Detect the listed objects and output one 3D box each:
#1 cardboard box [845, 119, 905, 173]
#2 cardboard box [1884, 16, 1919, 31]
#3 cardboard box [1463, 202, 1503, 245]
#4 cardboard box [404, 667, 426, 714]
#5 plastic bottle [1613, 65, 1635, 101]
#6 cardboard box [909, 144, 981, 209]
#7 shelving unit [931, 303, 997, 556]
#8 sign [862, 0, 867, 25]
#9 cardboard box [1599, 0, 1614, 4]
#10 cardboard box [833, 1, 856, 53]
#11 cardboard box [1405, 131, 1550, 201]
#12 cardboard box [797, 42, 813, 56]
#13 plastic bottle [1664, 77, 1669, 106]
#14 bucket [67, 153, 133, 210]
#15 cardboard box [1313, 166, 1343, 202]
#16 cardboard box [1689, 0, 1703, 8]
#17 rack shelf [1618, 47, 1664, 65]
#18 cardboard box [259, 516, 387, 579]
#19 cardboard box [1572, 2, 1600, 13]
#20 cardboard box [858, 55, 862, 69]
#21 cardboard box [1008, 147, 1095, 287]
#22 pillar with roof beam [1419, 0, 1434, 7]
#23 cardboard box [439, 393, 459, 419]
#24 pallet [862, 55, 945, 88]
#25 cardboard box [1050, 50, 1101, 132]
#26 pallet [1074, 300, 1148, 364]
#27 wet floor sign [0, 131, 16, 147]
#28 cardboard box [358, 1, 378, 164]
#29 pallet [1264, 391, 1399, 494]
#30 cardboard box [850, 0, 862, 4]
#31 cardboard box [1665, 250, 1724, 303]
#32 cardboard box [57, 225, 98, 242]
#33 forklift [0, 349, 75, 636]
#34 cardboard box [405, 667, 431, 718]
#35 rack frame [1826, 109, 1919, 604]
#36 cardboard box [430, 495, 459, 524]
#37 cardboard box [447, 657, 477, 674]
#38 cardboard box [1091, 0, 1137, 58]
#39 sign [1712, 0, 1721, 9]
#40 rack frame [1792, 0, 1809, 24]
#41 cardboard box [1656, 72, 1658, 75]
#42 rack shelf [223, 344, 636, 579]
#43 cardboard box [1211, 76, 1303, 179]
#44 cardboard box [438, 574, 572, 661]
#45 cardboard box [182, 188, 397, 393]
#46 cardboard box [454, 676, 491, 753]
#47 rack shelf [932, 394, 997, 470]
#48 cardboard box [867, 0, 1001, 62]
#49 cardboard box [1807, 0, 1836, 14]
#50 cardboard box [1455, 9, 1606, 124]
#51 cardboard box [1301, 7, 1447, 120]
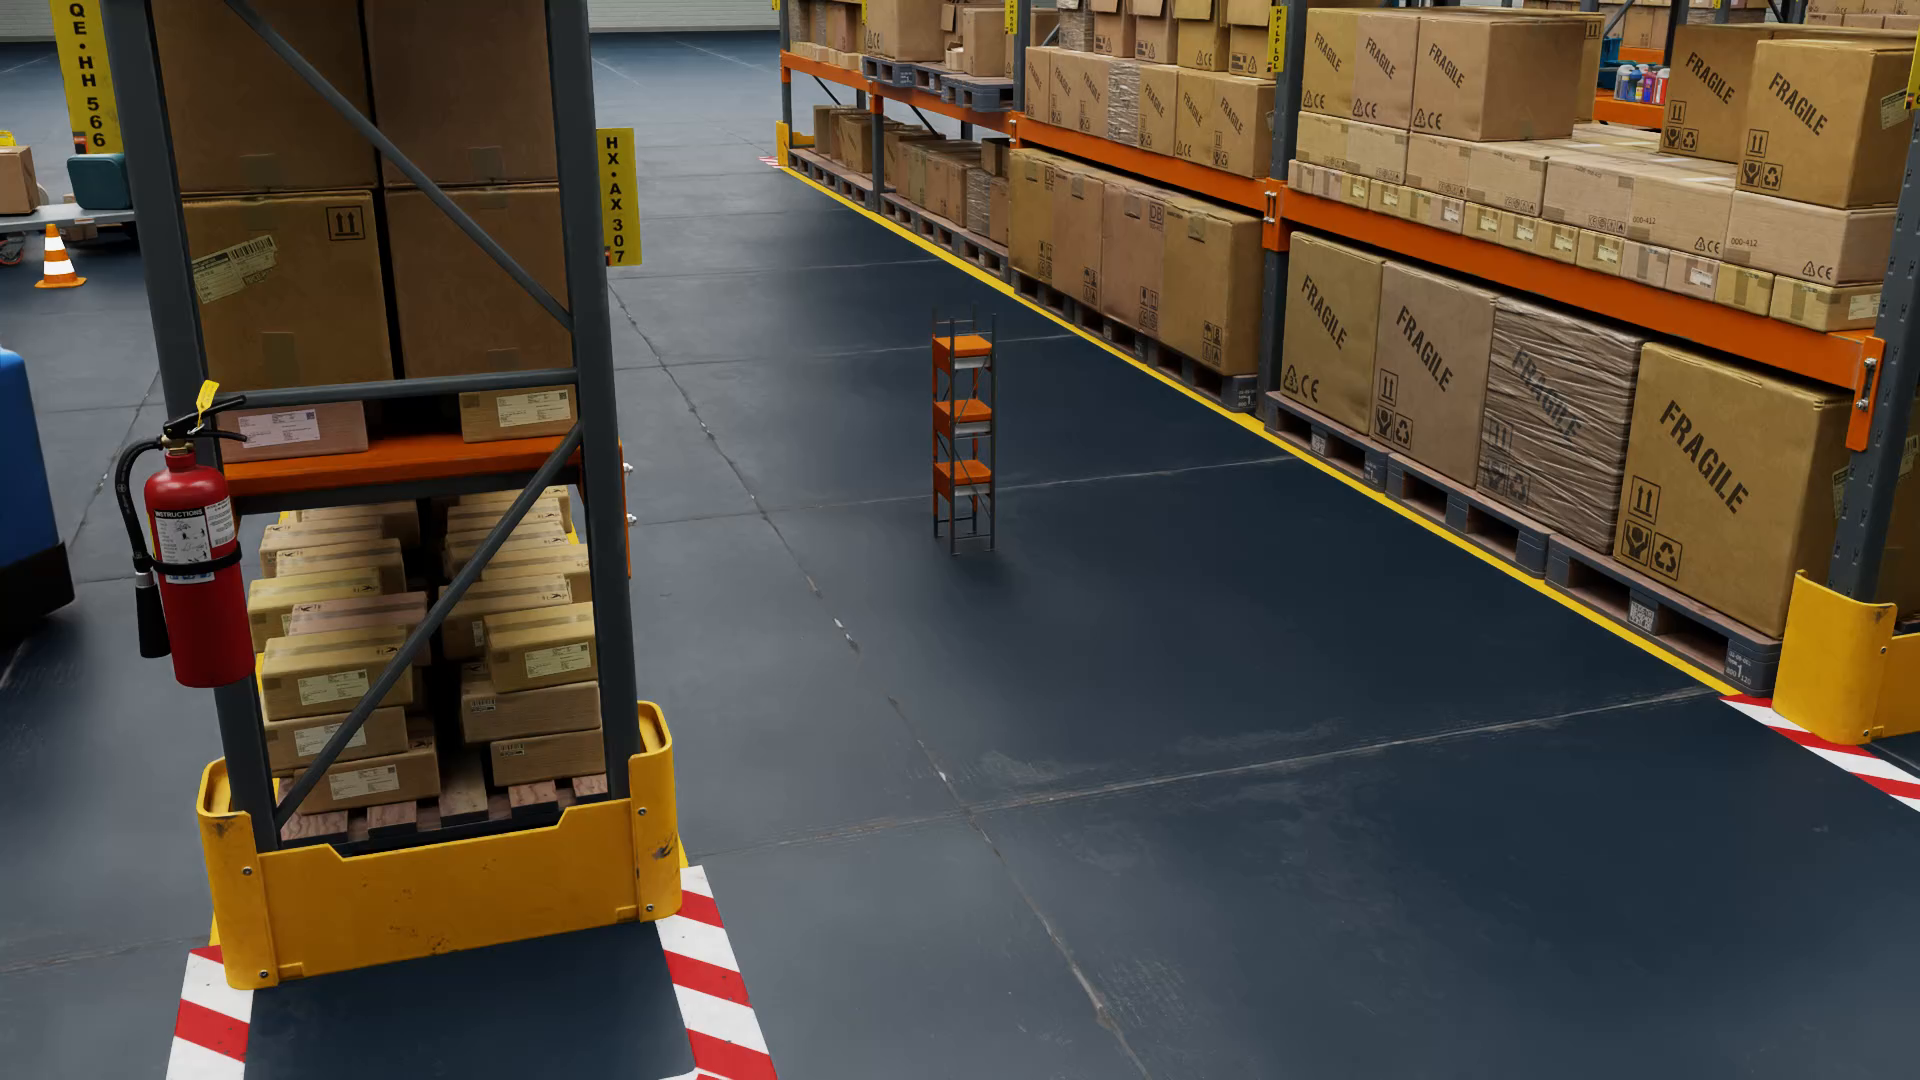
[{"bbox_3d":[-0.912,-4.226,17.823,0.500,0.500,0.500,-8,21,-22],"label":"cardboard box"},{"bbox_3d":[9.752,-5.050,16.892,0.500,0.500,0.500,-8,21,-20],"label":"cardboard box"},{"bbox_3d":[2.415,-1.383,7.201,0.380,0.149,0.250,-7,21,-19],"label":"cardboard box"},{"bbox_3d":[-1.804,0.422,4.960,0.380,0.149,0.250,-7,21,-18],"label":"cardboard box"},{"bbox_3d":[5.421,-3.710,13.491,0.152,0.276,0.135,-6,21,-17],"label":"plastic bottle"},{"bbox_3d":[-0.063,-3.375,15.422,0.700,0.500,0.500,-7,21,-18],"label":"cardboard box"},{"bbox_3d":[0.017,-0.477,7.191,0.215,1.050,0.252,-6,21,-17],"label":"shelving unit"},{"bbox_3d":[-0.880,-5.046,15.747,0.100,0.325,0.005,-6,21,-17],"label":"sign"},{"bbox_3d":[8.182,-6.744,20.647,0.380,0.149,0.250,-6,21,-17],"label":"cardboard box"},{"bbox_3d":[-0.827,-5.351,17.288,0.875,0.500,0.500,-6,21,-17],"label":"cardboard box"},{"bbox_3d":[2.366,-1.697,7.484,0.500,0.250,0.500,-6,21,-16],"label":"cardboard box"},{"bbox_3d":[-1.637,-5.583,18.895,0.380,0.149,0.250,-6,21,-17],"label":"cardboard box"},{"bbox_3d":[5.565,-3.517,12.943,0.061,0.283,0.133,-6,21,-17],"label":"plastic bottle"},{"bbox_3d":[-7.340,-3.178,14.420,0.726,0.611,0.620,1,30,2],"label":"bucket"},{"bbox_3d":[2.007,-1.799,8.359,0.380,0.149,0.250,-7,21,-19],"label":"cardboard box"},{"bbox_3d":[8.673,-6.246,19.262,0.380,0.149,0.250,-7,21,-18],"label":"cardboard box"},{"bbox_3d":[8.409,-6.053,20.896,1.077,0.370,4.000,-6,21,-17],"label":"rack shelf"},{"bbox_3d":[-2.128,0.041,5.580,0.380,0.149,0.250,-6,21,-15],"label":"cardboard box"},{"bbox_3d":[8.235,-6.602,21.211,0.700,0.500,0.500,-6,21,-17],"label":"cardboard box"},{"bbox_3d":[-0.805,-4.786,16.676,0.380,0.149,0.250,-6,21,-17],"label":"cardboard box"},{"bbox_3d":[1.087,-2.389,12.153,1.225,0.875,0.875,-7,21,-20],"label":"cardboard box"},{"bbox_3d":[5.665,-13.645,32.094,9.100,9.000,0.400,-6,21,-17],"label":"pillar with roof beam"},{"bbox_3d":[-1.246,-0.451,4.607,0.380,0.149,0.250,-6,21,-15],"label":"cardboard box"},{"bbox_3d":[-0.266,-4.348,15.367,1.003,0.211,1.213,-6,21,-17],"label":"pallet"},{"bbox_3d":[0.948,-3.112,11.495,0.500,0.500,0.500,-7,21,-19],"label":"cardboard box"},{"bbox_3d":[1.446,-1.451,11.144,1.003,0.211,1.213,-6,21,-17],"label":"pallet"},{"bbox_3d":[-10.077,-3.996,17.587,0.267,0.644,0.232,1,20,2],"label":"wet floor sign"},{"bbox_3d":[-1.876,-1.294,4.515,0.500,0.500,0.500,-7,21,-19],"label":"cardboard box"},{"bbox_3d":[2.311,-0.567,8.682,1.003,0.211,1.213,-6,21,-17],"label":"pallet"},{"bbox_3d":[-0.770,-5.472,16.145,0.500,0.500,0.500,-6,21,-17],"label":"cardboard box"},{"bbox_3d":[2.818,-0.973,6.060,0.380,0.149,0.250,-6,21,-17],"label":"cardboard box"},{"bbox_3d":[-7.994,-2.849,14.954,0.396,0.266,0.258,12,23,30],"label":"cardboard box"},{"bbox_3d":[-5.063,-1.061,6.035,3.031,2.935,1.130,5,20,15],"label":"forklift"},{"bbox_3d":[-1.878,0.478,5.244,0.380,0.149,0.250,-6,21,-17],"label":"cardboard box"},{"bbox_3d":[3.404,-0.848,5.340,1.000,3.000,0.127,-6,21,-17],"label":"rack frame"},{"bbox_3d":[-1.781,-0.184,6.208,0.380,0.149,0.250,-6,21,-17],"label":"cardboard box"},{"bbox_3d":[-1.451,0.292,5.321,0.380,0.149,0.250,-6,21,-17],"label":"cardboard box"},{"bbox_3d":[1.306,-3.489,11.060,0.797,0.503,0.637,-6,21,-16],"label":"cardboard box"},{"bbox_3d":[8.511,-6.135,18.663,0.100,0.325,0.005,-6,21,-17],"label":"sign"},{"bbox_3d":[12.482,-7.561,24.030,1.000,3.000,0.127,-6,21,-17],"label":"rack frame"},{"bbox_3d":[8.716,-5.670,21.101,0.500,0.500,0.500,-6,21,-17],"label":"cardboard box"},{"bbox_3d":[-1.965,-0.657,5.871,1.077,0.370,4.000,-6,21,-17],"label":"rack shelf"},{"bbox_3d":[1.741,-2.300,9.234,0.500,0.500,0.500,-6,21,-17],"label":"cardboard box"},{"bbox_3d":[-1.379,0.231,5.052,0.380,0.149,0.250,-6,21,-16],"label":"cardboard box"},{"bbox_3d":[-1.722,-0.657,4.221,0.500,0.500,0.500,-6,21,-16],"label":"cardboard box"},{"bbox_3d":[-1.357,0.513,5.146,0.380,0.149,0.250,-6,21,-17],"label":"cardboard box"},{"bbox_3d":[0.017,-0.467,7.195,0.215,0.259,0.240,-6,21,-17],"label":"rack shelf"},{"bbox_3d":[-0.251,-4.909,15.137,1.000,1.000,1.000,-6,21,-17],"label":"cardboard box"},{"bbox_3d":[12.347,-7.668,23.410,0.500,0.500,0.500,-6,21,-17],"label":"cardboard box"},{"bbox_3d":[2.699,-2.273,7.981,0.500,0.500,0.500,-6,21,-17],"label":"cardboard box"},{"bbox_3d":[2.055,-2.373,8.258,0.500,0.500,0.500,-6,21,-17],"label":"cardboard box"}]
